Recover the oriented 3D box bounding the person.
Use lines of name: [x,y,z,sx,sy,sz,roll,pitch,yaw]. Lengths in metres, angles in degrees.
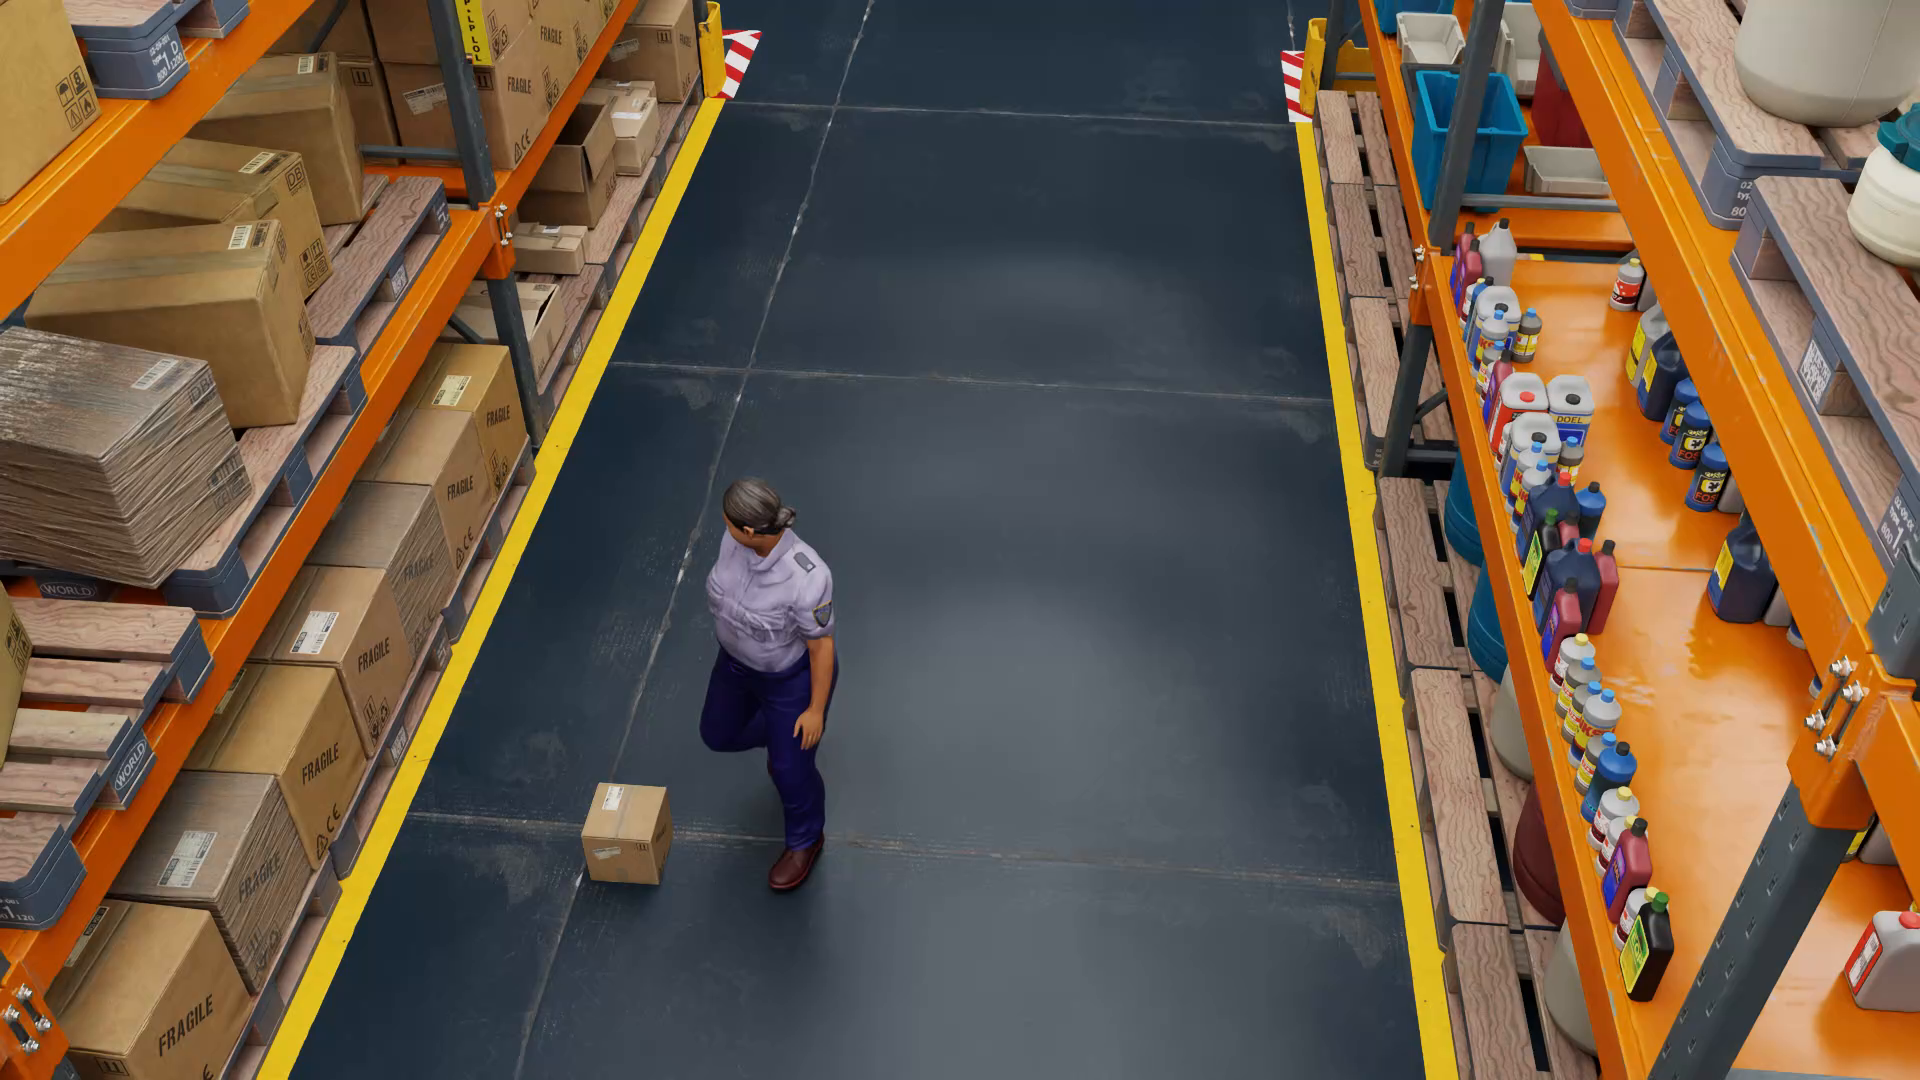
person: [-0.603,0.427,5.637,0.524,1.636,0.572,27,47,28]
